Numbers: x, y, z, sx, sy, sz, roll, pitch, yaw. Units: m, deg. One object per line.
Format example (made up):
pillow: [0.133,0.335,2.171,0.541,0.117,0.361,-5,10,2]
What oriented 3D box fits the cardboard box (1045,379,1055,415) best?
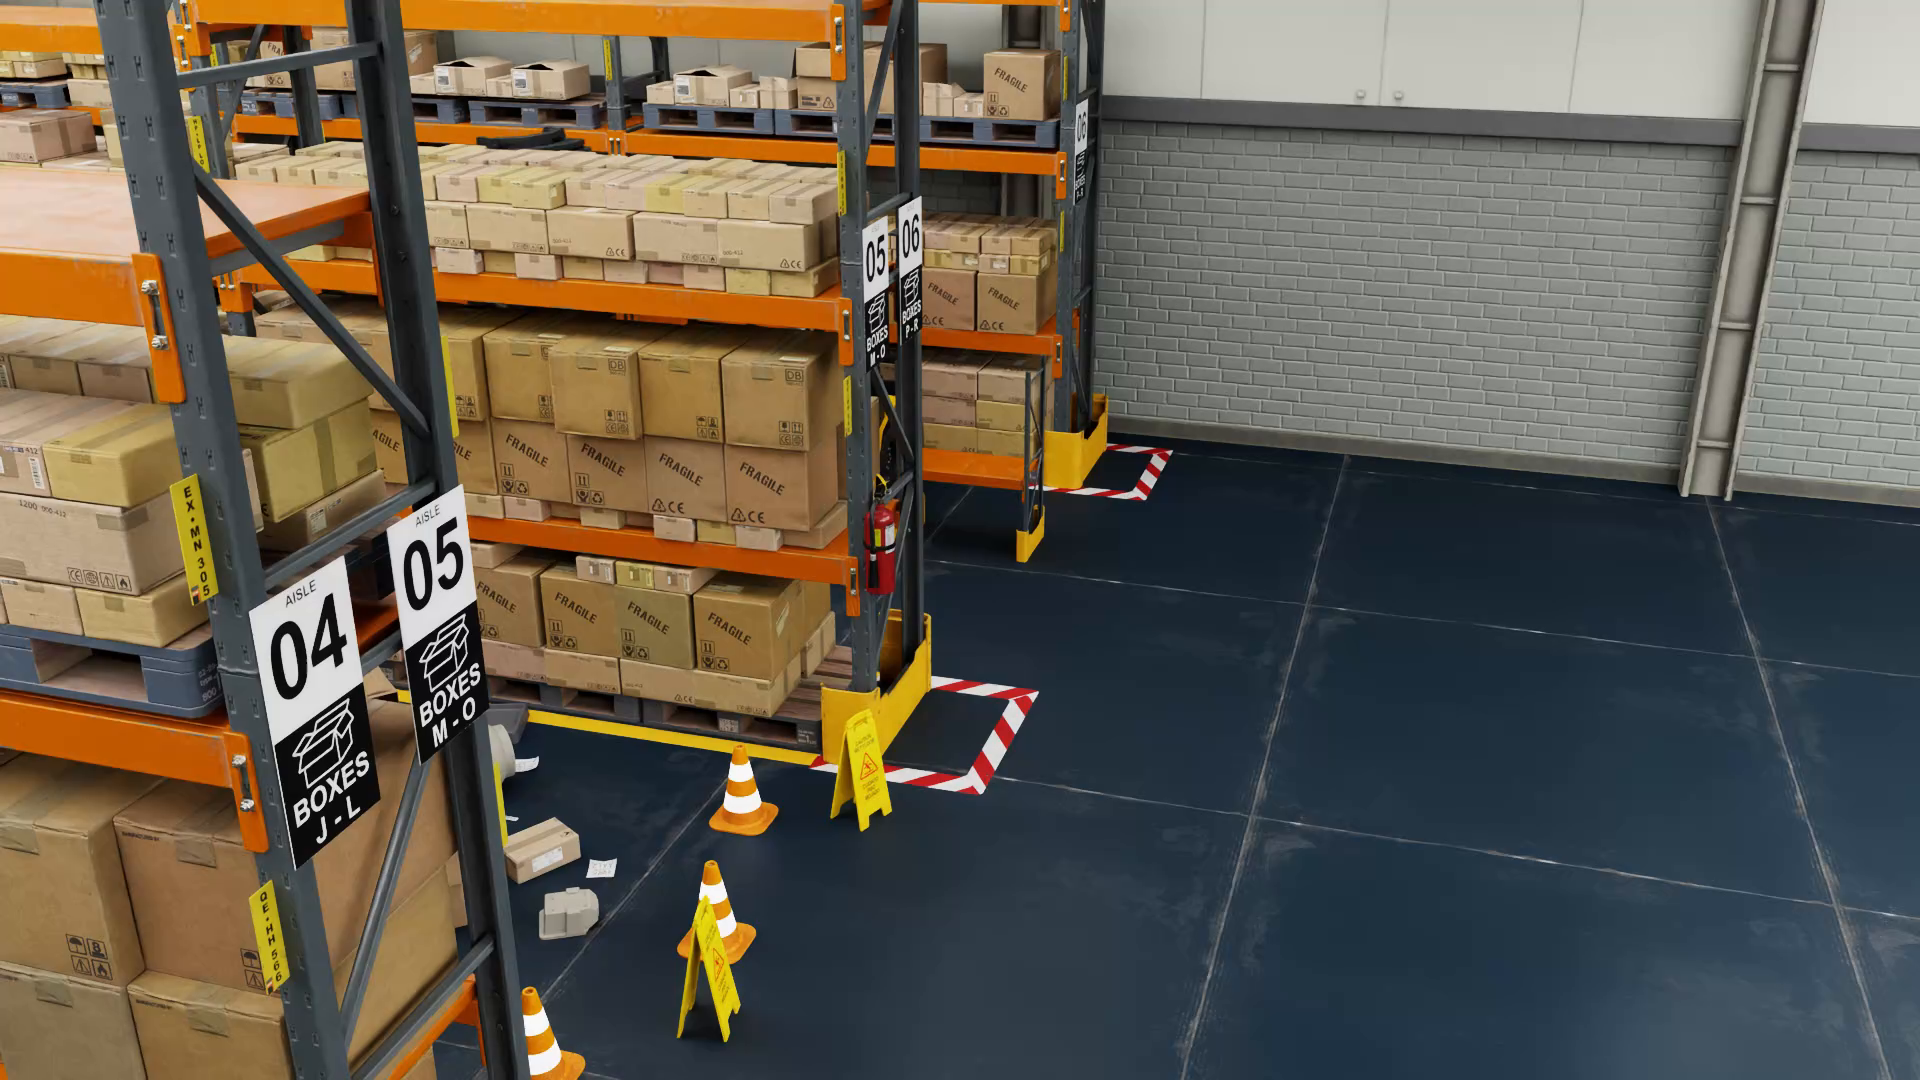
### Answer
cardboard box: [0.609,-1.329,14.873,0.500,0.250,0.500,7,23,16]

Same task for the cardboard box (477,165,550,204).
cardboard box: [-2.541,-2.030,9.500,0.250,0.149,0.380,7,23,17]

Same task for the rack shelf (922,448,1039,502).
rack shelf: [0.082,-0.518,12.936,1.000,0.185,0.538,7,23,16]

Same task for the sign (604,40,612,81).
sign: [-2.978,-4.061,14.075,0.005,0.325,0.100,7,23,16]

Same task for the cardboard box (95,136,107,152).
cardboard box: [-5.679,-2.508,11.028,0.500,0.250,0.500,6,23,15]

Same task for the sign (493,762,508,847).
sign: [-1.598,0.927,5.718,0.005,0.325,0.100,7,23,16]

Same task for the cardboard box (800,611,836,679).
cardboard box: [-1.124,0.644,10.722,0.500,0.250,0.500,6,23,15]

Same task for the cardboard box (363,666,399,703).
cardboard box: [-3.628,1.084,9.870,0.500,0.500,0.500,-14,26,-30]

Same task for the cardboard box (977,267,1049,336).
cardboard box: [0.452,-2.053,14.096,0.500,0.500,0.500,6,23,14]

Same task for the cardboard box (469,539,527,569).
cardboard box: [-2.920,0.030,10.376,0.250,0.149,0.380,8,24,19]

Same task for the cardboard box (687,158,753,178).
cardboard box: [-1.399,-2.124,9.729,0.250,0.149,0.380,6,23,15]

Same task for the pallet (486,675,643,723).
pallet: [-2.436,0.801,10.945,1.213,0.211,1.003,7,23,16]

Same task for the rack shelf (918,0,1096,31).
rack shelf: [-0.916,-4.525,13.825,4.000,0.370,1.077,7,23,16]

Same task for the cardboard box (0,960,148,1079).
cardboard box: [-2.666,1.419,5.566,0.550,0.550,0.875,7,23,16]

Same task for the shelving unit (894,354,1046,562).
shelving unit: [0.073,-0.686,12.870,1.083,1.500,0.587,7,23,16]

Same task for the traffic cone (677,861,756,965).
traffic cone: [-1.211,1.791,8.199,0.334,0.463,0.336,7,23,16]

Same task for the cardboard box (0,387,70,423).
cardboard box: [-2.669,-0.286,4.562,0.250,0.149,0.380,7,23,16]

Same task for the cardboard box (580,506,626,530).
cardboard box: [-2.096,-0.206,10.057,0.250,0.149,0.380,6,23,15]

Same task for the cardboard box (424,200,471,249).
cardboard box: [-2.946,-1.879,9.656,0.500,0.250,0.500,7,23,16]

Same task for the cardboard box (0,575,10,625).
cardboard box: [-2.668,0.084,4.712,0.250,0.149,0.380,7,23,16]

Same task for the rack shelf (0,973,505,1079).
rack shelf: [-3.679,1.678,6.078,4.000,0.370,1.077,7,23,16]

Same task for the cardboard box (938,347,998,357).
cardboard box: [0.114,-1.608,14.895,0.500,0.250,0.500,7,23,16]

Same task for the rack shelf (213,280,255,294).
rack shelf: [-8.575,-2.812,17.026,4.000,0.370,1.077,7,23,16]

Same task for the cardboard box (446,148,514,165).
cardboard box: [-2.892,-2.260,10.059,0.250,0.149,0.380,6,23,14]

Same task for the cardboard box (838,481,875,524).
cardboard box: [-0.697,-0.241,10.141,0.250,0.149,0.380,7,23,16]

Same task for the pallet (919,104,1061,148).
pallet: [0.330,-3.482,13.876,1.213,0.211,1.003,7,23,16]

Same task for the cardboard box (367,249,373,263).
cardboard box: [-3.301,-1.753,9.876,0.250,0.149,0.380,7,23,17]

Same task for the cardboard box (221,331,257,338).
cardboard box: [-4.769,-1.029,10.653,0.500,0.500,0.500,6,23,15]

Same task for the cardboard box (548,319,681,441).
cardboard box: [-1.984,-0.945,9.684,0.500,0.500,0.700,6,23,15]

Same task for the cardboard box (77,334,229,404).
cardboard box: [-2.477,-0.524,5.143,0.250,0.149,0.380,6,23,15]

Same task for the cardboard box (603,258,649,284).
cardboard box: [-1.821,-1.573,9.435,0.250,0.149,0.380,6,23,15]

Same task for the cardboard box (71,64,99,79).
cardboard box: [-8.293,-4.530,15.987,0.250,0.149,0.380,7,23,17]

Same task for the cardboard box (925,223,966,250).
cardboard box: [-0.125,-2.584,14.144,0.250,0.149,0.380,7,23,16]

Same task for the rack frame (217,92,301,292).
rack frame: [-6.660,-2.925,16.355,0.127,3.000,1.000,7,23,16]

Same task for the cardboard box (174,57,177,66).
cardboard box: [-7.296,-4.563,15.675,0.250,0.149,0.380,6,23,14]

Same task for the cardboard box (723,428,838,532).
cardboard box: [-1.030,-0.388,9.645,0.500,0.500,0.500,6,23,15]

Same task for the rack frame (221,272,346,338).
rack frame: [-4.261,-0.683,10.888,0.127,3.000,1.000,7,23,16]

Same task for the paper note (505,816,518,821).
paper note: [-2.544,1.563,9.353,0.123,0.001,0.032,7,23,16]

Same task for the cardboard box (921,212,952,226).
cardboard box: [-0.251,-2.764,14.582,0.250,0.149,0.380,7,23,17]

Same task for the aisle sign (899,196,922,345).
aisle sign: [-0.282,-1.553,9.584,0.004,0.787,0.394,7,23,16]

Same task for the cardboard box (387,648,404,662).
cardboard box: [-3.774,0.557,10.933,0.500,0.250,0.500,5,23,13]

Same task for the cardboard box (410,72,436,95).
cardboard box: [-4.709,-4.094,14.896,0.250,0.149,0.380,6,23,15]

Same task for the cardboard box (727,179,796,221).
cardboard box: [-1.076,-1.857,9.078,0.250,0.149,0.380,7,23,16]

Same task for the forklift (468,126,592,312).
forklift: [-3.906,-2.058,14.331,3.031,2.935,1.130,16,27,35]

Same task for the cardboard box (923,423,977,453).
cardboard box: [-0.016,-0.965,14.646,0.500,0.250,0.500,7,23,15]

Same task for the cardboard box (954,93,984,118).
cardboard box: [0.118,-3.541,13.549,0.250,0.149,0.380,6,23,14]

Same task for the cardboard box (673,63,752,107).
cardboard box: [-2.105,-3.894,14.196,0.500,0.311,0.500,7,23,17]

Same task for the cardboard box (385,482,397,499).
cardboard box: [-3.532,-0.389,10.502,0.250,0.149,0.380,6,23,15]

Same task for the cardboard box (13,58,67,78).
cardboard box: [-8.839,-4.540,15.983,0.250,0.149,0.380,7,23,17]

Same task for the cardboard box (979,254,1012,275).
cardboard box: [0.333,-2.348,13.961,0.250,0.149,0.380,7,23,16]

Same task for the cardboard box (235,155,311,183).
cardboard box: [-4.053,-2.170,9.842,0.250,0.149,0.380,6,23,15]
